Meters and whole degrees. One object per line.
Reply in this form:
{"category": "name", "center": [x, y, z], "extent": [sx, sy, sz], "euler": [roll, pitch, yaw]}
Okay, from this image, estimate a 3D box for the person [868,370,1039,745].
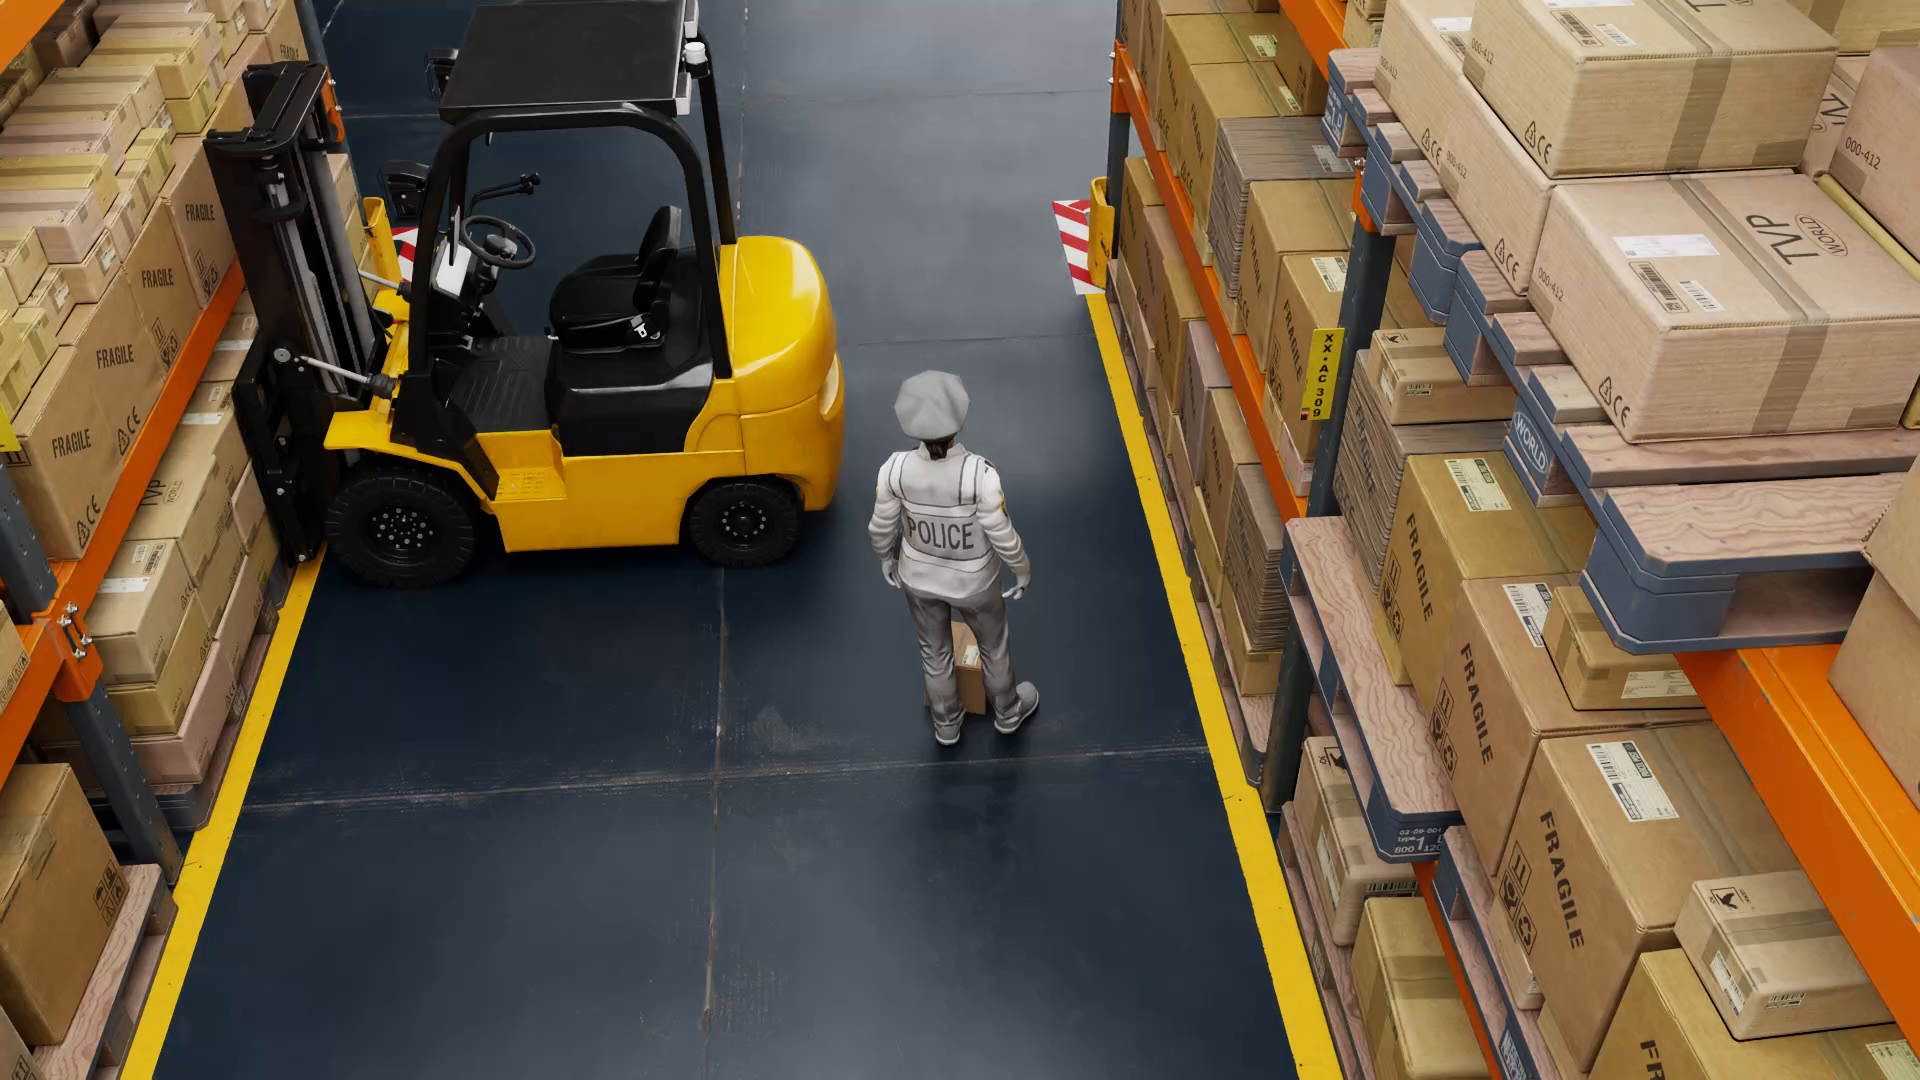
{"category": "person", "center": [-0.017, 0.073, 6.025], "extent": [0.587, 1.694, 0.529], "euler": [9, 40, 11]}
